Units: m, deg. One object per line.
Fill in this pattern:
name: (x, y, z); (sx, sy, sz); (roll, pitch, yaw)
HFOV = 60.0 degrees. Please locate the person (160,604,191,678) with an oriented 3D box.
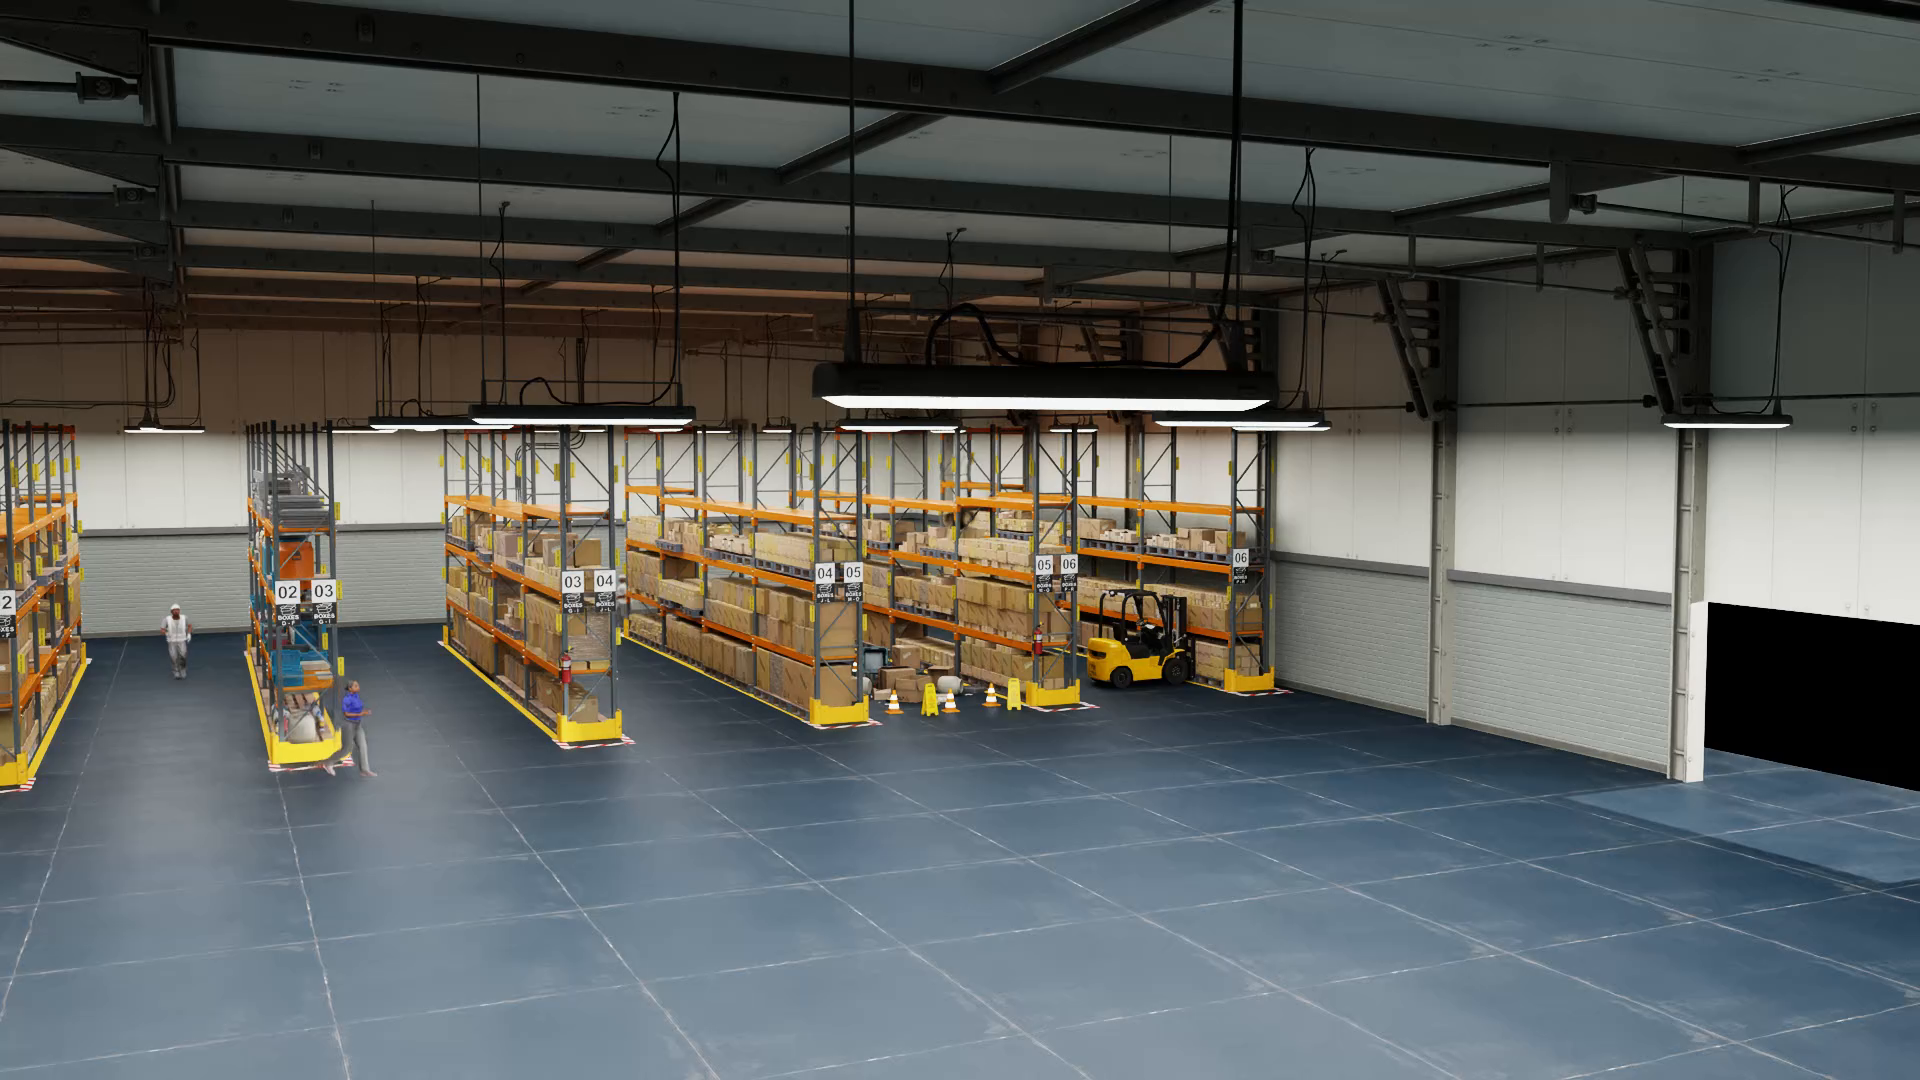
person: (-18.439, 2.396, 39.137); (0.674, 1.761, 0.643); (-2, 4, -27)

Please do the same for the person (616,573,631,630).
person: (-9.863, 1.827, 48.608); (0.664, 1.767, 0.708); (-2, 4, -27)

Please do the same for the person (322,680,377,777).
person: (-10.169, 3.137, 27.732); (0.929, 1.631, 0.582); (0, 4, 8)
